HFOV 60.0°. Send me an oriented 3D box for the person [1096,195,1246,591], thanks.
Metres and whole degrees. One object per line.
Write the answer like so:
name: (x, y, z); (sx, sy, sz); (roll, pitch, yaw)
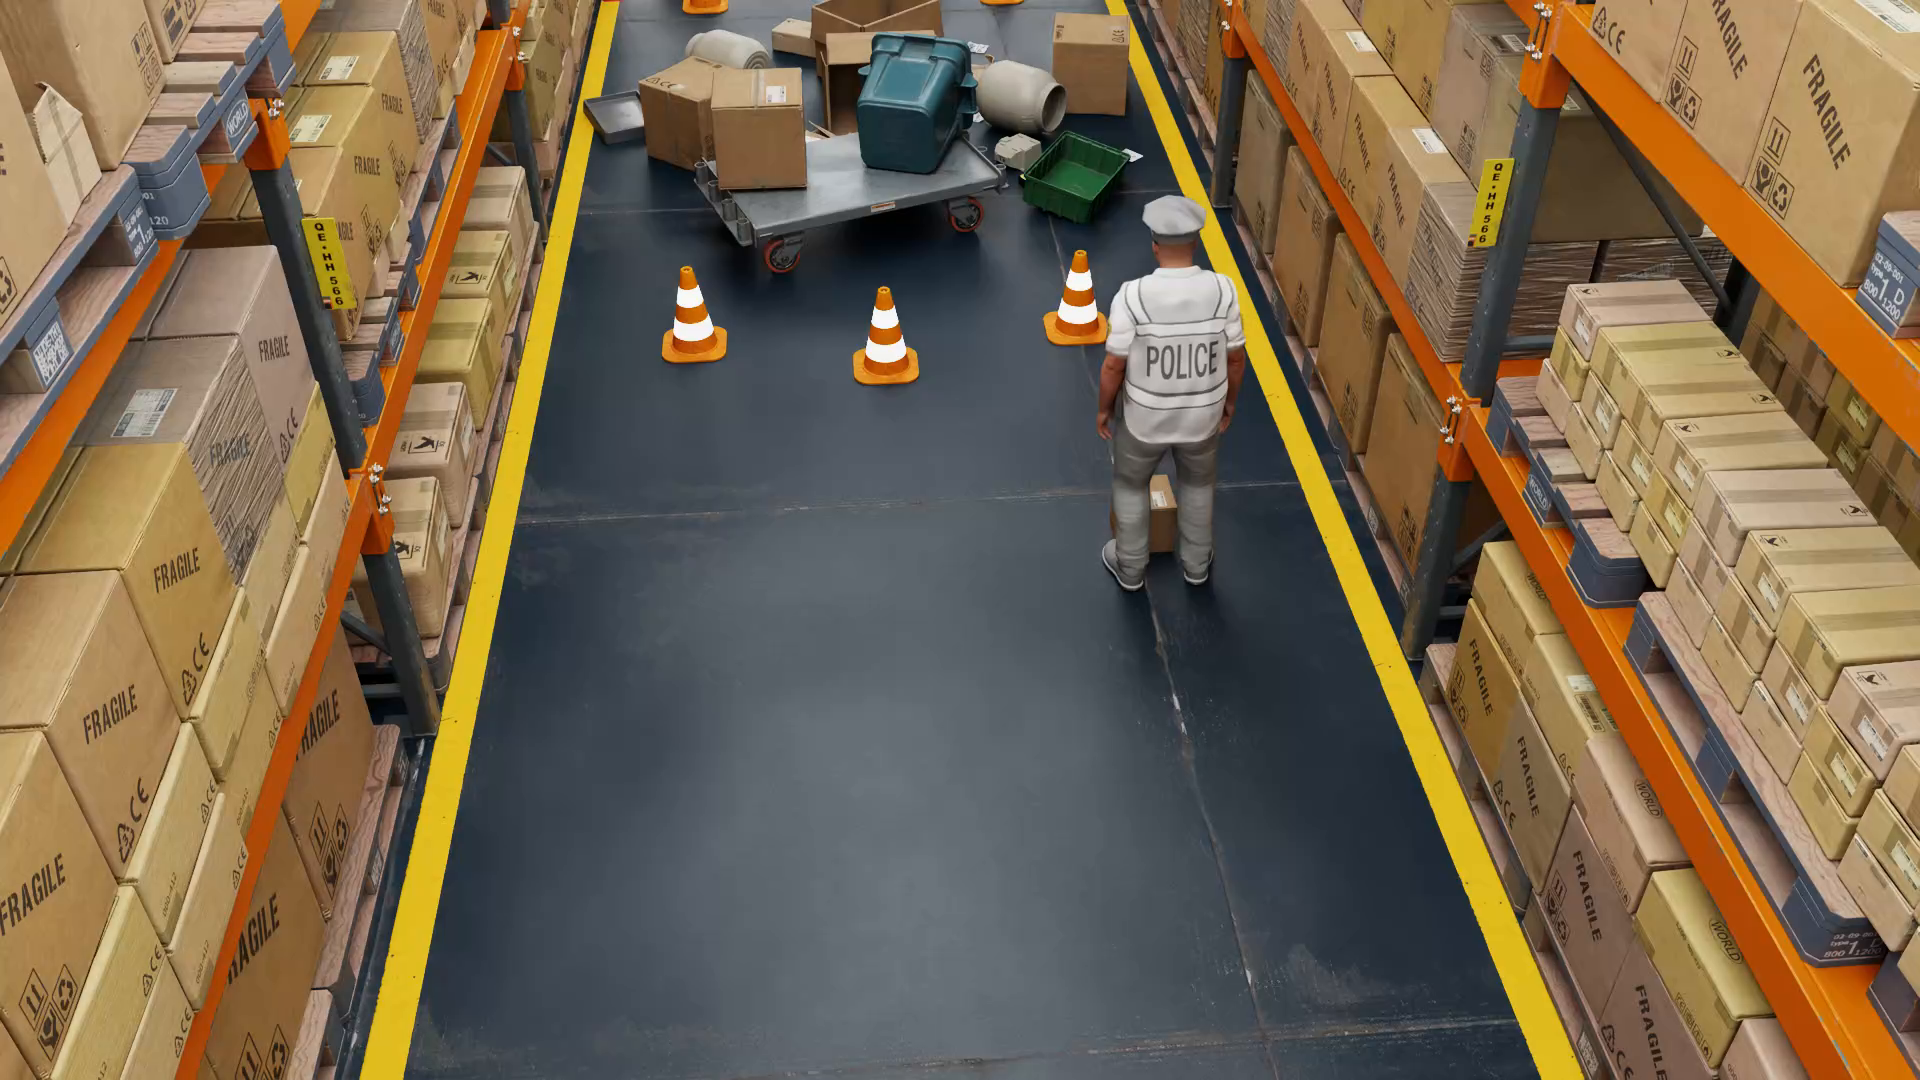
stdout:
person: (0.853, -0.530, 6.806); (0.588, 1.748, 0.434); (-4, 39, -4)
